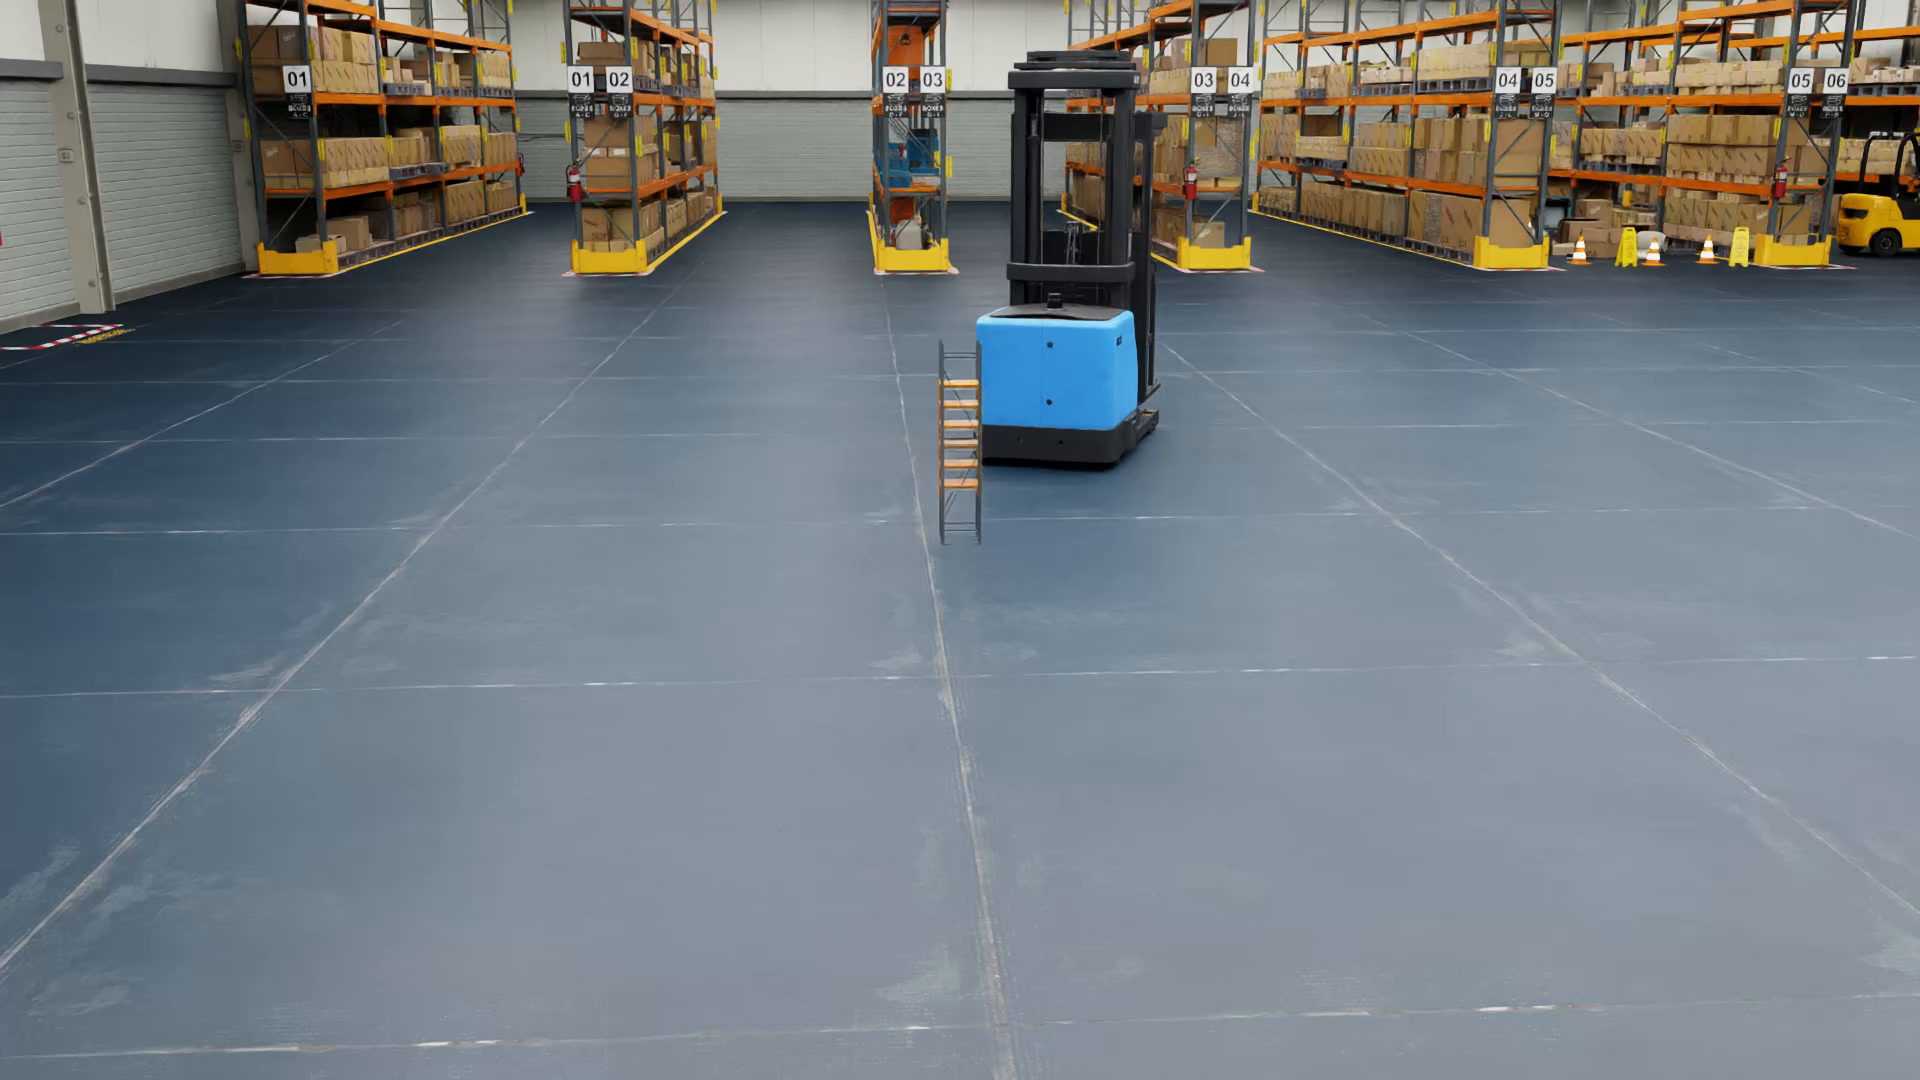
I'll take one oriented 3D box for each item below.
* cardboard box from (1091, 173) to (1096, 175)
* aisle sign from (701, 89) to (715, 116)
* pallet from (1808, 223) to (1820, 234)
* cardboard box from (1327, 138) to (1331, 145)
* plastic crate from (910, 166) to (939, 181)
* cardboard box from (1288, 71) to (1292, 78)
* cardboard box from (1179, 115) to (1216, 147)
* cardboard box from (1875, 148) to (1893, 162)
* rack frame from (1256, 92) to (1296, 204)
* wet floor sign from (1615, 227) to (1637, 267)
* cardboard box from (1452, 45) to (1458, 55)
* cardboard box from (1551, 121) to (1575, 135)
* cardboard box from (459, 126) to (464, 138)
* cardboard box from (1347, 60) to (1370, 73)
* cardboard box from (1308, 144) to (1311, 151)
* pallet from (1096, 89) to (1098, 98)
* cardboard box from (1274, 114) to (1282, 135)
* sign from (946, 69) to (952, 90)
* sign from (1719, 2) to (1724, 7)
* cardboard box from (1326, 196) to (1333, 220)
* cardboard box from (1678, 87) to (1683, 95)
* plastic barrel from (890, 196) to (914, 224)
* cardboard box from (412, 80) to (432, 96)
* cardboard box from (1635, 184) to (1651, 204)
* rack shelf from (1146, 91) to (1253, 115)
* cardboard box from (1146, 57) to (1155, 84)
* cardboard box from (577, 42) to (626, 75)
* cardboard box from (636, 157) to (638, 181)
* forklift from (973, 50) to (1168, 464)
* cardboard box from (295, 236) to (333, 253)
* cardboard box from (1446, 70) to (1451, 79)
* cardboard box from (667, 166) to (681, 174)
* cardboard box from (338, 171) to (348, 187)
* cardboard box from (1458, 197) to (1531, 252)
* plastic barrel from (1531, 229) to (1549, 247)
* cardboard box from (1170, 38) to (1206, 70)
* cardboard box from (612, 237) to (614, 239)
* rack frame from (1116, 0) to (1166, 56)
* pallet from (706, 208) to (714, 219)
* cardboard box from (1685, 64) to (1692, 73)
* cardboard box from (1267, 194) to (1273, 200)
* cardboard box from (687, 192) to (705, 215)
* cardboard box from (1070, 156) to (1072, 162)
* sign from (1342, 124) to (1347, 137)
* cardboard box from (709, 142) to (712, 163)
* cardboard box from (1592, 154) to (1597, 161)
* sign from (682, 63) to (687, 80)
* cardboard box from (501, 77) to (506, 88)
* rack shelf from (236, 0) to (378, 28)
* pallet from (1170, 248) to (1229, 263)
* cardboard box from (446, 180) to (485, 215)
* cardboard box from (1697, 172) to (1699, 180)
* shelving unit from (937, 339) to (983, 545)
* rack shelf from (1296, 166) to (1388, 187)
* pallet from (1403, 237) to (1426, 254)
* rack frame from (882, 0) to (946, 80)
[{"bbox_3d":[3.510,-8.287,39.635,0.875,0.875,0.875,-1,14,-3],"label":"cardboard box"},{"bbox_3d":[-6.363,-11.071,41.816,0.394,0.787,0.004,-1,14,-3],"label":"aisle sign"},{"bbox_3d":[18.576,-6.627,35.359,1.003,0.211,1.213,-1,14,-3],"label":"pallet"},{"bbox_3d":[8.158,-8.616,35.961,0.380,0.149,0.250,0,14,-2],"label":"cardboard box"},{"bbox_3d":[-0.637,-6.538,29.715,0.499,0.251,0.616,-1,14,-3],"label":"plastic crate"},{"bbox_3d":[8.063,-11.146,39.806,0.380,0.149,0.250,-1,15,-6],"label":"cardboard box"},{"bbox_3d":[3.934,-6.772,27.524,0.500,0.500,0.500,-1,14,-3],"label":"cardboard box"},{"bbox_3d":[18.487,-7.603,32.856,0.500,0.250,0.500,-1,14,-5],"label":"cardboard box"},{"bbox_3d":[8.180,-9.993,42.846,1.000,3.000,0.127,-1,14,-3],"label":"rack frame"},{"bbox_3d":[11.149,-4.897,27.765,0.267,0.644,0.232,-3,15,-13],"label":"wet floor sign"},{"bbox_3d":[8.717,-8.441,28.654,0.380,0.149,0.250,-1,14,-3],"label":"cardboard box"},{"bbox_3d":[13.253,-9.014,36.831,0.500,0.500,0.500,-1,14,-3],"label":"cardboard box"},{"bbox_3d":[-10.990,-8.790,35.827,0.500,0.250,0.500,-1,14,-5],"label":"cardboard box"},{"bbox_3d":[8.391,-9.972,35.008,0.396,0.266,0.258,-1,14,-3],"label":"cardboard box"},{"bbox_3d":[8.063,-8.859,37.502,0.380,0.149,0.250,0,14,-1],"label":"cardboard box"},{"bbox_3d":[3.577,-10.080,37.547,0.805,0.209,1.217,-1,15,-6],"label":"pallet"},{"bbox_3d":[8.026,-10.172,40.739,0.500,0.500,0.500,-1,14,-5],"label":"cardboard box"},{"bbox_3d":[-0.179,-7.351,26.538,0.100,0.325,0.005,-1,14,-3],"label":"sign"},{"bbox_3d":[17.773,-12.570,38.788,0.100,0.325,0.005,-1,14,-3],"label":"sign"},{"bbox_3d":[8.346,-7.285,36.495,0.500,0.500,0.500,0,14,-1],"label":"cardboard box"},{"bbox_3d":[13.630,-8.359,30.980,0.380,0.149,0.250,-1,14,-4],"label":"cardboard box"},{"bbox_3d":[-1.272,-7.150,35.307,0.600,0.830,0.708,-1,14,-3],"label":"plastic barrel"},{"bbox_3d":[-10.798,-8.967,32.977,0.500,0.311,0.500,-1,14,-3],"label":"cardboard box"},{"bbox_3d":[18.012,-9.013,43.204,0.797,0.503,0.637,-1,15,-6],"label":"cardboard box"},{"bbox_3d":[4.091,-7.564,28.830,1.077,0.370,4.000,-1,14,-3],"label":"rack shelf"},{"bbox_3d":[3.977,-9.016,31.979,0.797,0.503,0.637,0,14,-1],"label":"cardboard box"},{"bbox_3d":[-5.704,-7.727,26.690,0.797,0.503,0.637,0,14,0],"label":"cardboard box"},{"bbox_3d":[-5.726,-6.106,27.537,0.700,0.500,0.500,-1,14,-2],"label":"cardboard box"},{"bbox_3d":[0.993,-2.290,13.043,1.130,2.935,3.031,4,15,15],"label":"forklift"},{"bbox_3d":[-10.570,-4.818,27.244,0.500,0.311,0.500,-3,15,-10],"label":"cardboard box"},{"bbox_3d":[8.701,-8.118,28.998,0.380,0.149,0.250,-1,14,-3],"label":"cardboard box"},{"bbox_3d":[-5.837,-7.459,33.502,0.380,0.149,0.250,-1,14,-3],"label":"cardboard box"},{"bbox_3d":[-10.376,-5.925,27.297,0.500,0.250,0.500,-1,14,-5],"label":"cardboard box"},{"bbox_3d":[9.064,-5.356,28.245,0.875,0.875,0.875,-1,14,-3],"label":"cardboard box"},{"bbox_3d":[10.525,-5.503,30.564,0.512,0.421,0.421,10,18,35],"label":"plastic barrel"},{"bbox_3d":[3.866,-8.232,28.178,0.500,0.500,0.500,-1,14,-3],"label":"cardboard box"},{"bbox_3d":[-6.044,-4.935,27.864,0.500,0.250,0.500,-1,14,-3],"label":"cardboard box"},{"bbox_3d":[3.719,-10.858,34.166,1.000,3.000,0.127,-1,14,-3],"label":"rack frame"},{"bbox_3d":[-6.536,-7.919,40.383,1.003,0.211,1.213,-1,14,-3],"label":"pallet"},{"bbox_3d":[13.597,-8.680,30.627,0.380,0.149,0.250,0,14,-2],"label":"cardboard box"},{"bbox_3d":[7.928,-8.632,41.837,0.380,0.149,0.250,0,14,-2],"label":"cardboard box"},{"bbox_3d":[-6.100,-7.679,37.986,0.500,0.500,0.500,-1,14,-4],"label":"cardboard box"},{"bbox_3d":[2.967,-9.534,41.568,0.380,0.149,0.250,-1,14,-4],"label":"cardboard box"},{"bbox_3d":[8.982,-9.569,38.873,0.100,0.325,0.005,-1,14,-3],"label":"sign"},{"bbox_3d":[-6.272,-9.353,40.156,0.500,0.500,0.500,-1,14,-4],"label":"cardboard box"},{"bbox_3d":[13.400,-7.964,34.619,0.380,0.149,0.250,-2,15,-7],"label":"cardboard box"},{"bbox_3d":[-5.614,-9.548,33.900,0.100,0.325,0.005,-1,14,-3],"label":"sign"},{"bbox_3d":[-11.264,-11.037,40.140,0.500,0.250,0.500,-1,14,-6],"label":"cardboard box"},{"bbox_3d":[-10.741,-8.786,27.565,1.077,0.370,4.000,-1,14,-3],"label":"rack shelf"},{"bbox_3d":[4.195,-4.834,28.389,1.003,0.211,1.213,-1,14,-3],"label":"pallet"},{"bbox_3d":[-11.190,-7.720,37.484,0.750,0.750,0.750,-1,14,-3],"label":"cardboard box"},{"bbox_3d":[13.700,-6.650,30.357,0.380,0.149,0.250,-1,14,-4],"label":"cardboard box"},{"bbox_3d":[0.001,-0.577,9.863,0.258,1.200,0.189,-1,14,-3],"label":"shelving unit"},{"bbox_3d":[8.552,-8.153,37.137,1.077,0.370,4.000,-1,14,-3],"label":"rack shelf"},{"bbox_3d":[8.893,-5.468,30.855,1.003,0.211,1.213,-1,14,-3],"label":"pallet"},{"bbox_3d":[-0.729,-8.792,26.136,1.000,3.000,0.127,-1,14,-3],"label":"rack frame"}]
